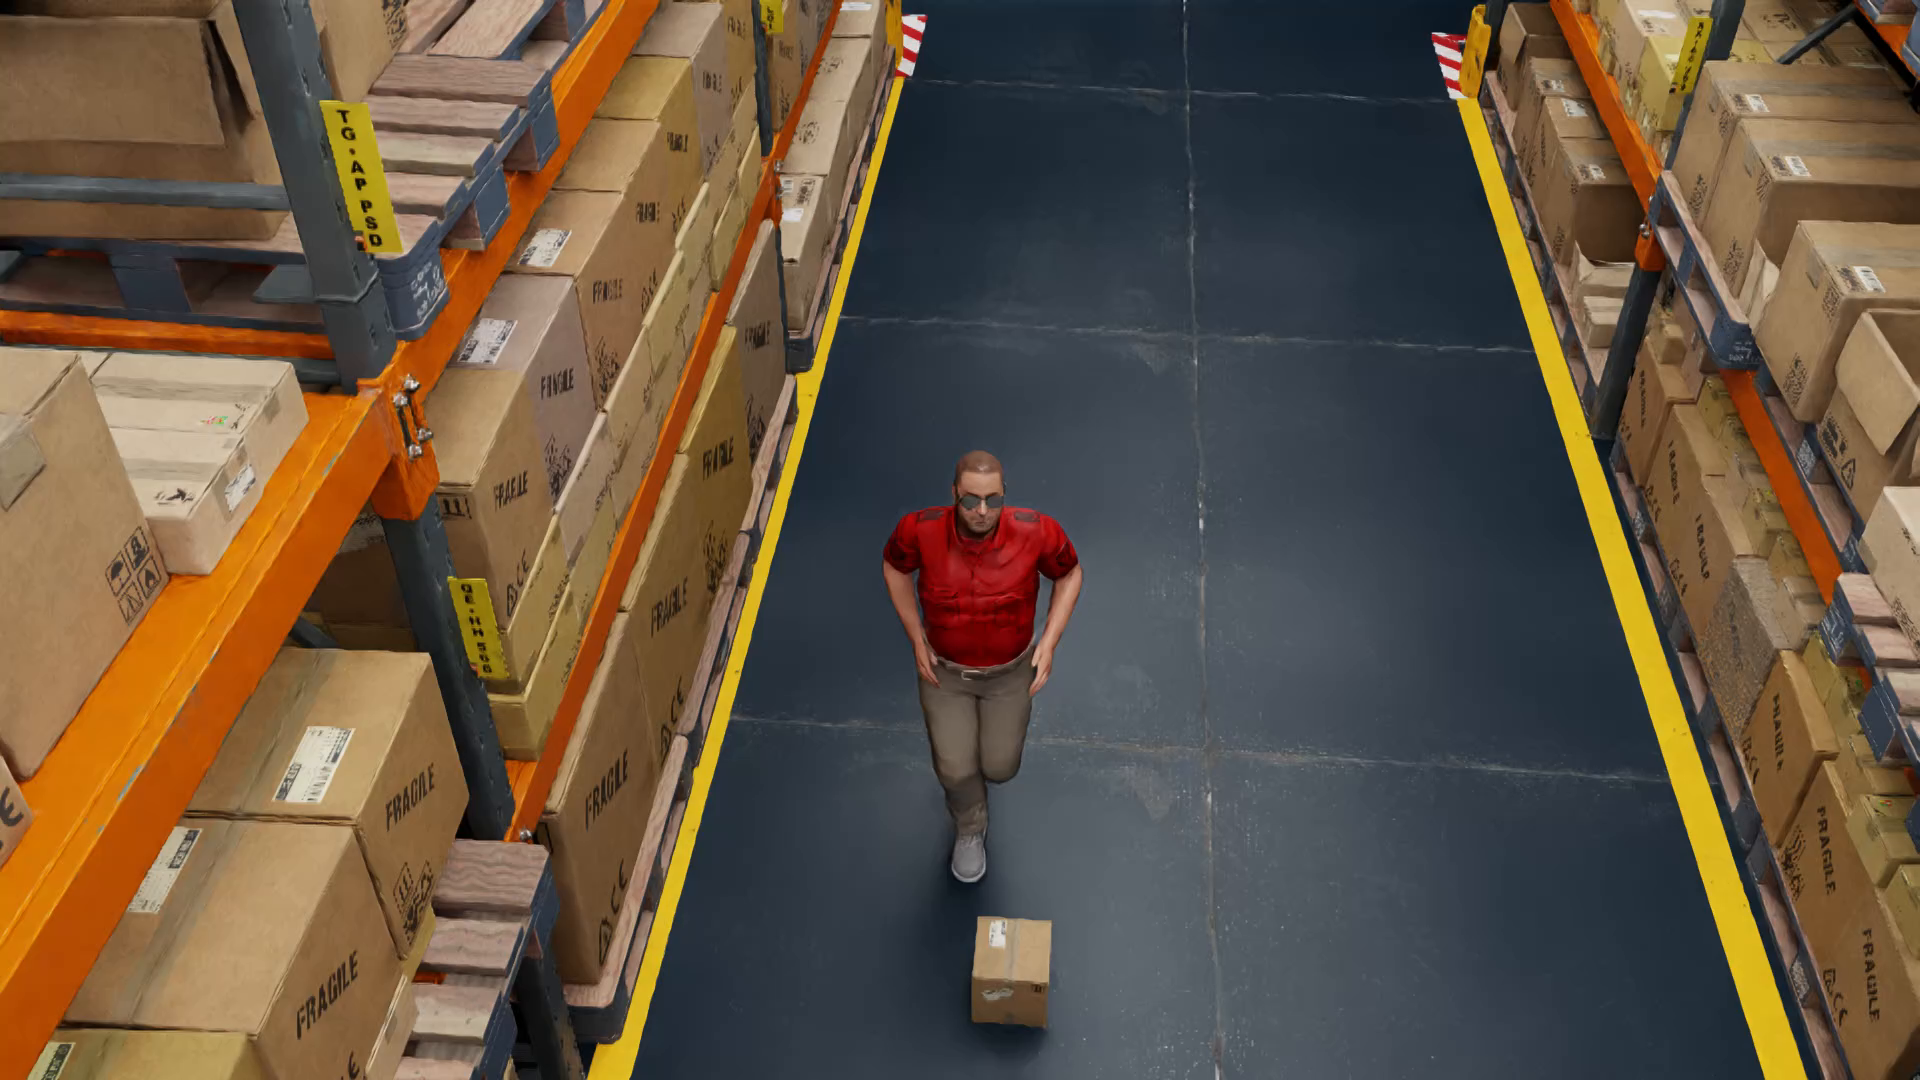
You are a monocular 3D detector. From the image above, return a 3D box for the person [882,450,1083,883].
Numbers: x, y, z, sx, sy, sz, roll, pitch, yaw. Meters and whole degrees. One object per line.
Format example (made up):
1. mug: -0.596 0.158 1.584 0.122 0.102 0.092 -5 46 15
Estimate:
1. person: 0.070 0.402 5.706 0.678 1.692 0.637 1 40 2
